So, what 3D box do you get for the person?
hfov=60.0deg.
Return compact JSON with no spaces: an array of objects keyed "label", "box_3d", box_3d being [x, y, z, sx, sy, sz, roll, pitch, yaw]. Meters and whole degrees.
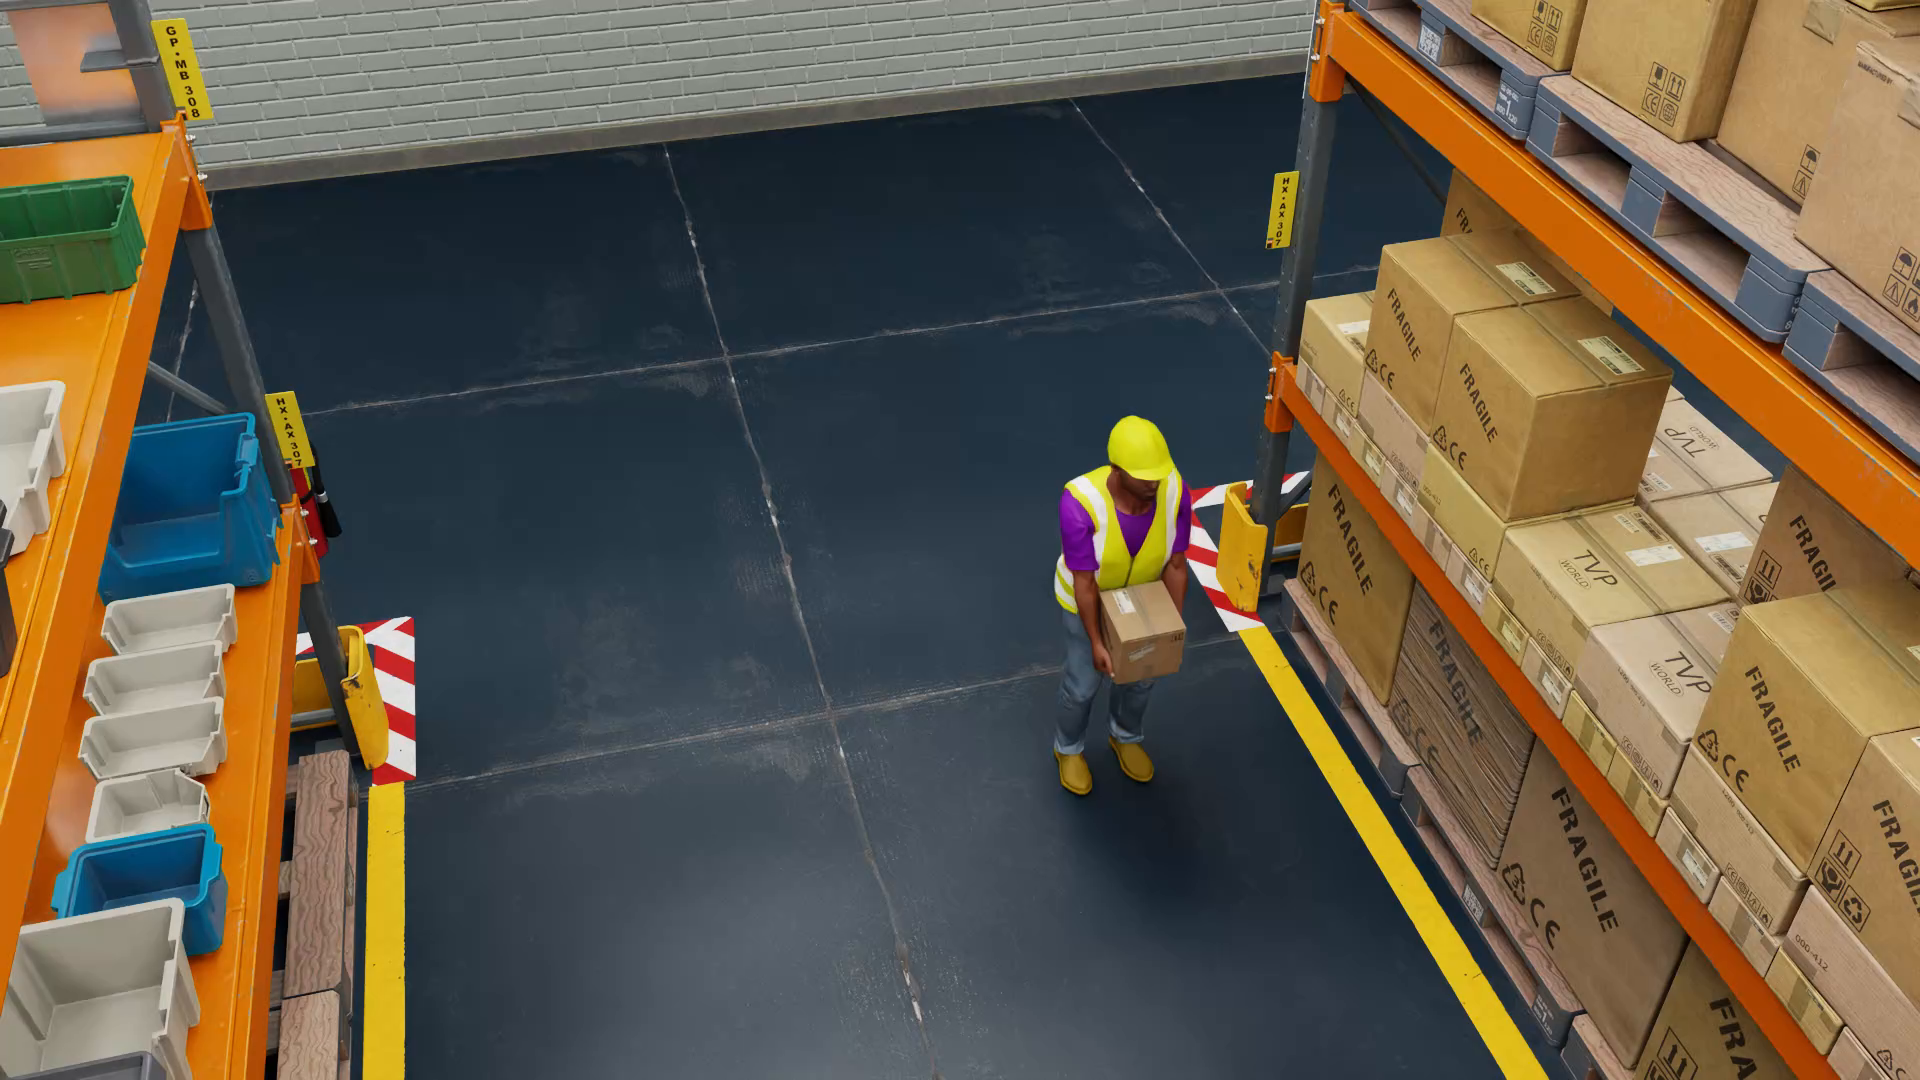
[{"label":"person","box_3d":[0.625,0.285,6.342,0.505,1.750,0.583,-10,39,-13]}]
